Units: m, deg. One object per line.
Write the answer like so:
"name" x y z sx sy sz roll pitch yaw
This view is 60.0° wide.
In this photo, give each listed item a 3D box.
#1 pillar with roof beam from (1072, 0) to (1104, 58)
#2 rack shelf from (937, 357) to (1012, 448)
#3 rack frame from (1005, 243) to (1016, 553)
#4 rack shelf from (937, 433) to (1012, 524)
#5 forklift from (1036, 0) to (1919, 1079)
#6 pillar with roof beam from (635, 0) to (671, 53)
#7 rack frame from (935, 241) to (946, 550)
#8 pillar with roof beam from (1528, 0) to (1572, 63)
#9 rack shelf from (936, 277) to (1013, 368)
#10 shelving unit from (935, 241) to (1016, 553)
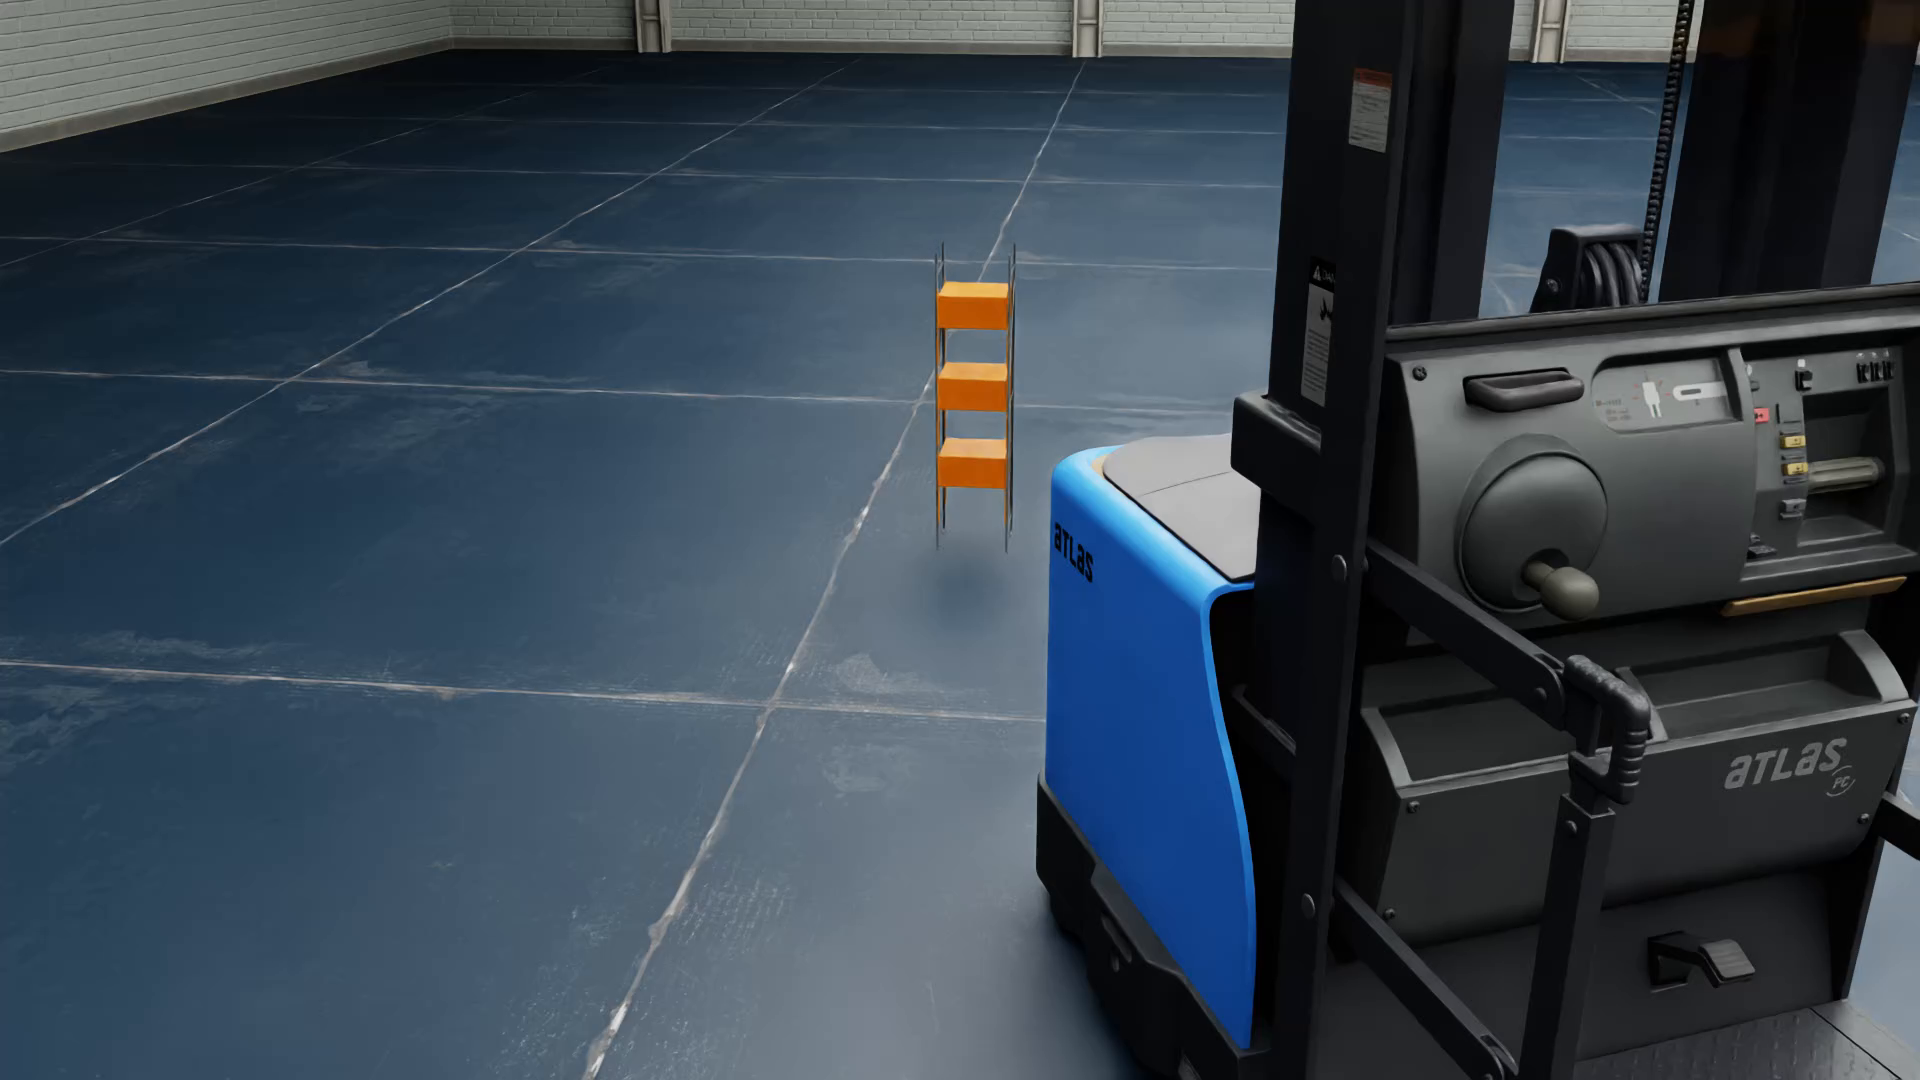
"pillar with roof beam" 1.214 -9.144 16.830 0.400 9.000 9.100 2 22 6
"rack shelf" 0.053 -0.476 5.745 0.240 0.259 0.215 2 22 6
"rack frame" 0.174 -0.481 5.728 0.008 1.050 0.200 2 22 6
"rack shelf" 0.053 -0.218 5.847 0.240 0.259 0.215 2 22 6
"forklift" 1.110 -0.092 2.186 1.130 2.935 3.031 -7 23 -17
"pillar with roof beam" -4.745 -9.404 17.487 0.400 9.000 9.100 2 22 6
"rack frame" -0.068 -0.491 5.754 0.008 1.050 0.200 2 22 6
"pillar with roof beam" 7.172 -8.885 16.174 0.400 9.000 9.100 2 22 6
"rack shelf" 0.053 -0.740 5.641 0.240 0.259 0.215 2 22 6
"shelving unit" 0.053 -0.486 5.741 0.252 1.050 0.215 2 22 6
